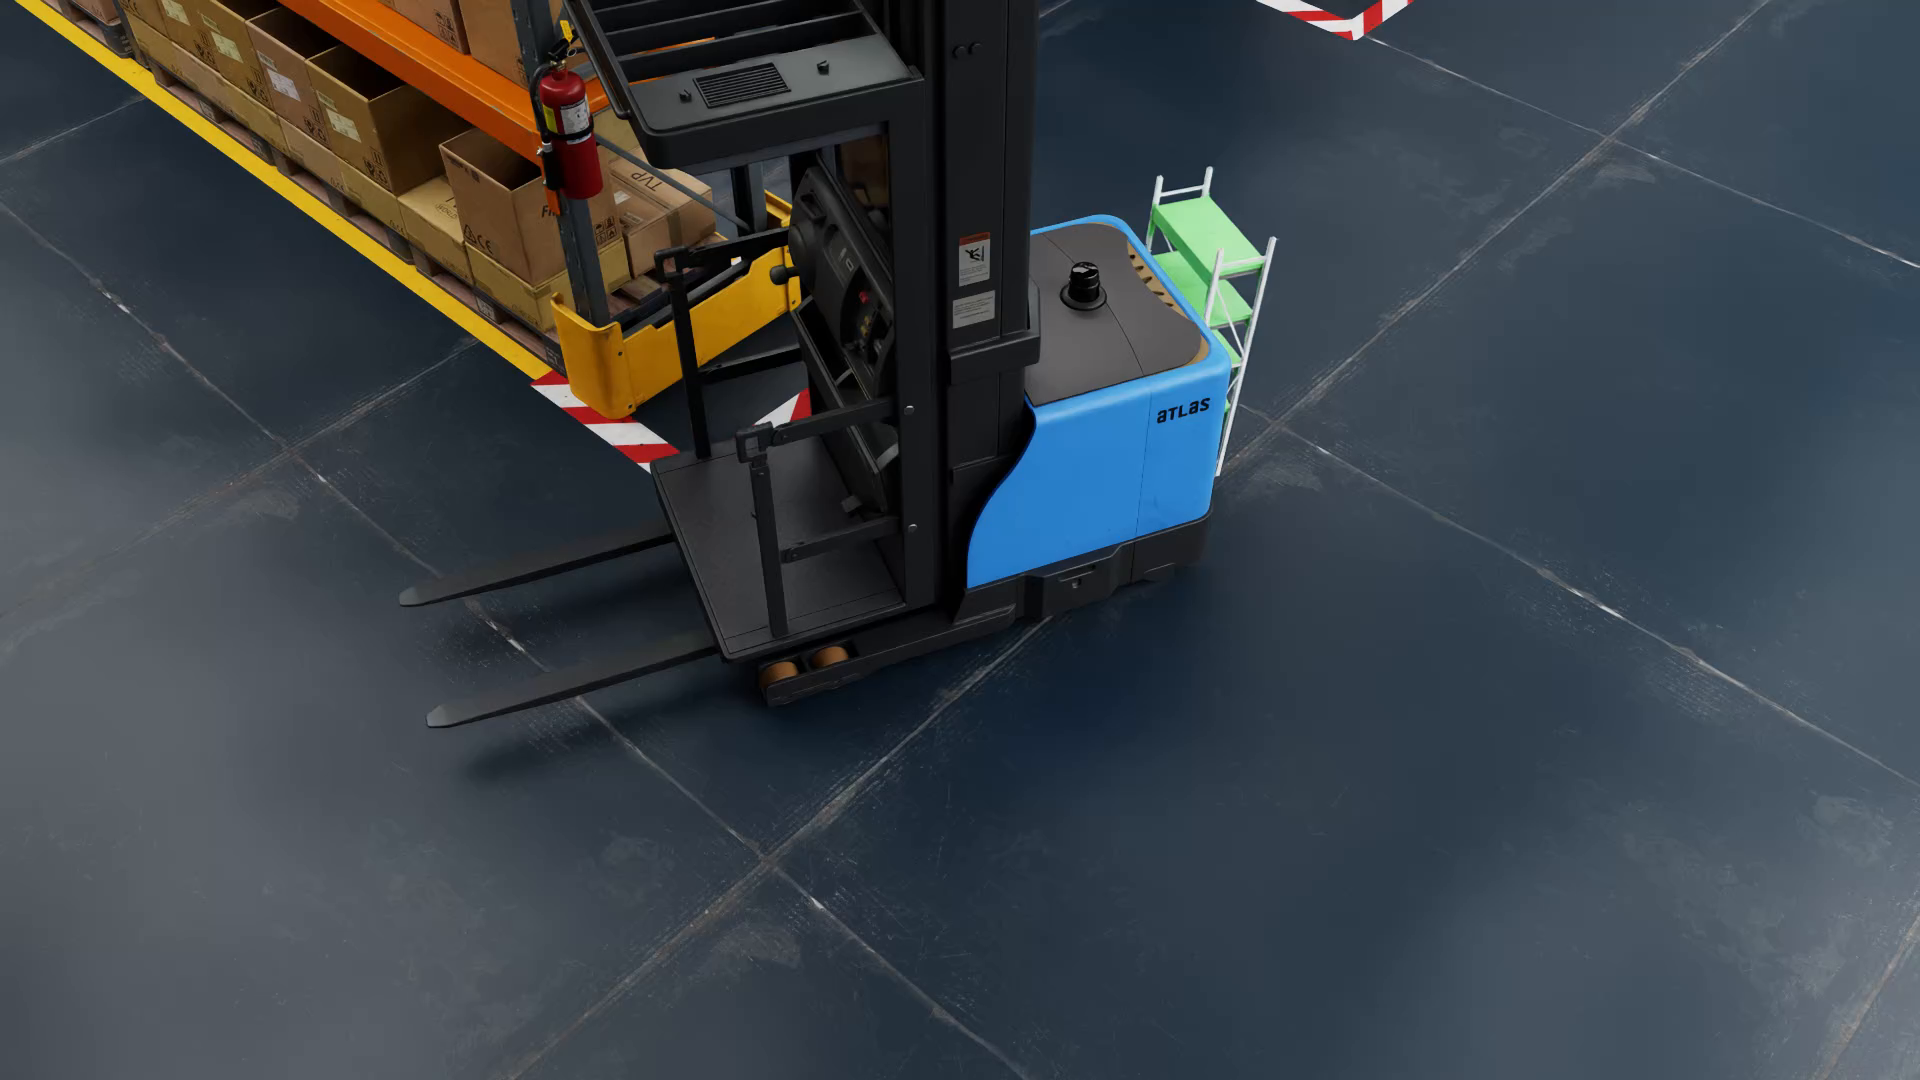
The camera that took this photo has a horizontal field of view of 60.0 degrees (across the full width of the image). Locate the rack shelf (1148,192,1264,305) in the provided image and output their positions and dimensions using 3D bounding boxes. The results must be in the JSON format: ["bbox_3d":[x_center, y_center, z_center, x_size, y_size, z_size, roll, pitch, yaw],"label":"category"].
[{"bbox_3d":[0.952,-1.126,6.403,0.258,0.148,0.480,-14,48,-18],"label":"rack shelf"}]

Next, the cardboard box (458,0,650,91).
[{"bbox_3d":[-1.584,-2.212,6.701,0.500,0.500,0.700,34,55,28],"label":"cardboard box"}]

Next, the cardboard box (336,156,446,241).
[{"bbox_3d":[-2.589,-1.736,7.921,0.500,0.250,0.500,34,55,28],"label":"cardboard box"}]

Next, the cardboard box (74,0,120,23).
[{"bbox_3d":[-4.691,-3.170,9.267,0.500,0.250,0.500,33,55,27],"label":"cardboard box"}]

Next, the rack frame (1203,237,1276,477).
[{"bbox_3d":[1.018,-0.670,6.544,0.240,1.200,0.015,-14,48,-18],"label":"rack frame"}]

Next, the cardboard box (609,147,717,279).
[{"bbox_3d":[-1.493,-1.527,7.724,0.500,0.250,0.500,34,55,28],"label":"cardboard box"}]

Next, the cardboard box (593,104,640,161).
[{"bbox_3d":[-1.862,-2.030,7.682,0.500,0.500,0.500,34,55,28],"label":"cardboard box"}]

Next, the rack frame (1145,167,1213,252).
[{"bbox_3d":[0.832,-0.999,6.853,0.240,1.200,0.015,-14,48,-18],"label":"rack frame"}]

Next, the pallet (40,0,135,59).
[{"bbox_3d":[-4.757,-3.307,9.710,1.213,0.211,1.003,34,55,28],"label":"pallet"}]

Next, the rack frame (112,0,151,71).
[{"bbox_3d":[-4.189,-3.918,8.371,0.127,3.000,1.000,34,55,28],"label":"rack frame"}]

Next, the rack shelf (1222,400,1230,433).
[{"bbox_3d":[0.905,-0.621,6.914,0.258,0.148,0.480,-14,48,-18],"label":"rack shelf"}]

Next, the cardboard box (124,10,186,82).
[{"bbox_3d":[-4.054,-2.729,8.852,0.500,0.250,0.500,34,55,28],"label":"cardboard box"}]

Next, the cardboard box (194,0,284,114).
[{"bbox_3d":[-3.326,-2.486,8.110,0.500,0.500,0.500,34,55,28],"label":"cardboard box"}]

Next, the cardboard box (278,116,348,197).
[{"bbox_3d":[-2.955,-1.985,8.154,0.500,0.250,0.500,34,55,28],"label":"cardboard box"}]

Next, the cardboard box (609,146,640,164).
[{"bbox_3d":[-1.863,-1.772,7.954,0.500,0.250,0.500,34,55,28],"label":"cardboard box"}]

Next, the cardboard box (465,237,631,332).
[{"bbox_3d":[-1.845,-1.249,7.464,0.500,0.250,0.500,34,55,28],"label":"cardboard box"}]

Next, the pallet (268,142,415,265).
[{"bbox_3d":[-2.733,-1.944,8.431,1.213,0.211,1.003,34,55,28],"label":"pallet"}]

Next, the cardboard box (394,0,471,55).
[{"bbox_3d":[-1.974,-2.469,6.942,0.500,0.500,0.700,35,56,29],"label":"cardboard box"}]

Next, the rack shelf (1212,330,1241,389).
[{"bbox_3d":[0.921,-0.789,6.744,0.258,0.148,0.480,-14,48,-18],"label":"rack shelf"}]

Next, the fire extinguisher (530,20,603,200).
[{"bbox_3d":[-1.478,-1.606,6.254,0.183,0.674,0.296,34,55,28],"label":"fire extinguisher"}]

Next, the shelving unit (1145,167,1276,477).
[{"bbox_3d":[0.925,-0.834,6.698,0.258,1.200,0.503,-14,48,-18],"label":"shelving unit"}]

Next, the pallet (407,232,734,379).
[{"bbox_3d":[-1.840,-1.341,7.864,1.213,0.211,1.003,34,55,28],"label":"pallet"}]

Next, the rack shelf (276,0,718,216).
[{"bbox_3d":[-2.720,-2.683,7.705,4.000,0.370,1.077,34,55,28],"label":"rack shelf"}]

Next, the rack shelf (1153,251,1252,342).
[{"bbox_3d":[0.936,-0.958,6.574,0.258,0.148,0.480,-14,48,-18],"label":"rack shelf"}]

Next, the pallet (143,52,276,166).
[{"bbox_3d":[-3.633,-2.548,8.997,1.213,0.211,1.003,34,55,28],"label":"pallet"}]

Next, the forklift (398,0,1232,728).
[{"bbox_3d":[-0.585,-0.831,5.520,3.031,2.935,1.130,-16,49,-15],"label":"forklift"}]

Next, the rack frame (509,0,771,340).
[{"bbox_3d":[-1.250,-1.940,6.514,0.127,3.000,1.000,34,55,28],"label":"rack frame"}]

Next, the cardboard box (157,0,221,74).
[{"bbox_3d":[-3.688,-2.737,8.346,0.500,0.500,0.500,34,55,28],"label":"cardboard box"}]

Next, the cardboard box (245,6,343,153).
[{"bbox_3d":[-2.957,-2.239,7.879,0.500,0.500,0.500,34,55,28],"label":"cardboard box"}]

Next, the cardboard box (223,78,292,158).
[{"bbox_3d":[-3.326,-2.229,8.383,0.500,0.250,0.500,34,55,28],"label":"cardboard box"}]

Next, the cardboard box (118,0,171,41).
[{"bbox_3d":[-4.061,-2.980,8.574,0.500,0.500,0.500,34,55,28],"label":"cardboard box"}]

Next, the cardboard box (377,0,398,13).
[{"bbox_3d":[-2.335,-2.718,7.175,0.500,0.500,0.700,34,56,28],"label":"cardboard box"}]

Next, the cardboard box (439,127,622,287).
[{"bbox_3d":[-1.846,-1.505,7.189,0.500,0.500,0.500,34,55,28],"label":"cardboard box"}]

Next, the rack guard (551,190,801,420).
[{"bbox_3d":[-1.232,-1.072,7.414,0.348,0.500,1.175,34,55,28],"label":"rack guard"}]

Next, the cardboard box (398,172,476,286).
[{"bbox_3d":[-2.220,-1.490,7.690,0.500,0.250,0.500,34,55,28],"label":"cardboard box"}]

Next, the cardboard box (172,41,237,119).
[{"bbox_3d":[-3.690,-2.479,8.618,0.500,0.250,0.500,34,55,28],"label":"cardboard box"}]

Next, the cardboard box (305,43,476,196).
[{"bbox_3d":[-2.591,-1.992,7.646,0.500,0.500,0.500,34,55,28],"label":"cardboard box"}]
